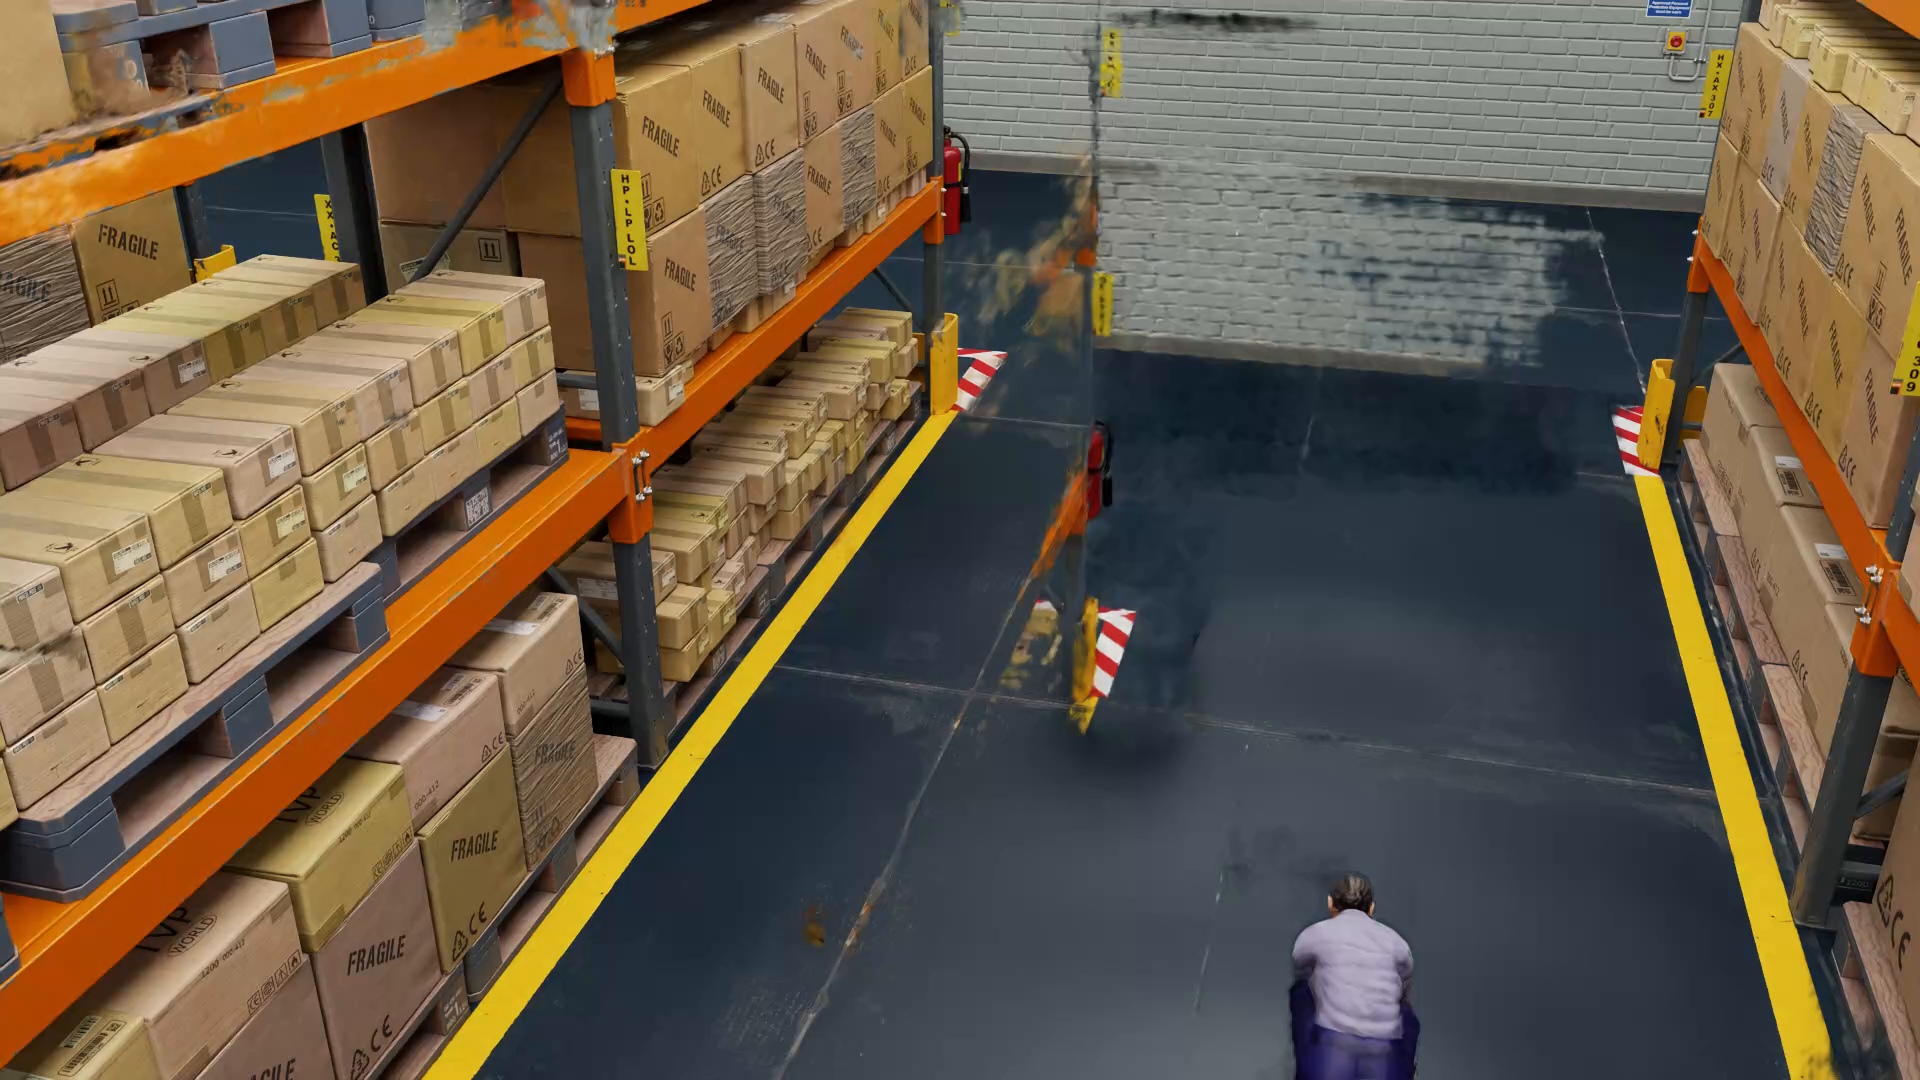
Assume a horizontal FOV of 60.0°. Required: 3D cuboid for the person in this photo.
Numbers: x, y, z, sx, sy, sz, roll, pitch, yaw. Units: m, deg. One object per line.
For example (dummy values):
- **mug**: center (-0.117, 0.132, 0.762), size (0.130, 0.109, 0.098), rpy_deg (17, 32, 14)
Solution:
- **person**: center (0.743, 0.201, 6.702), size (0.516, 0.804, 0.822), rpy_deg (6, 26, 13)
